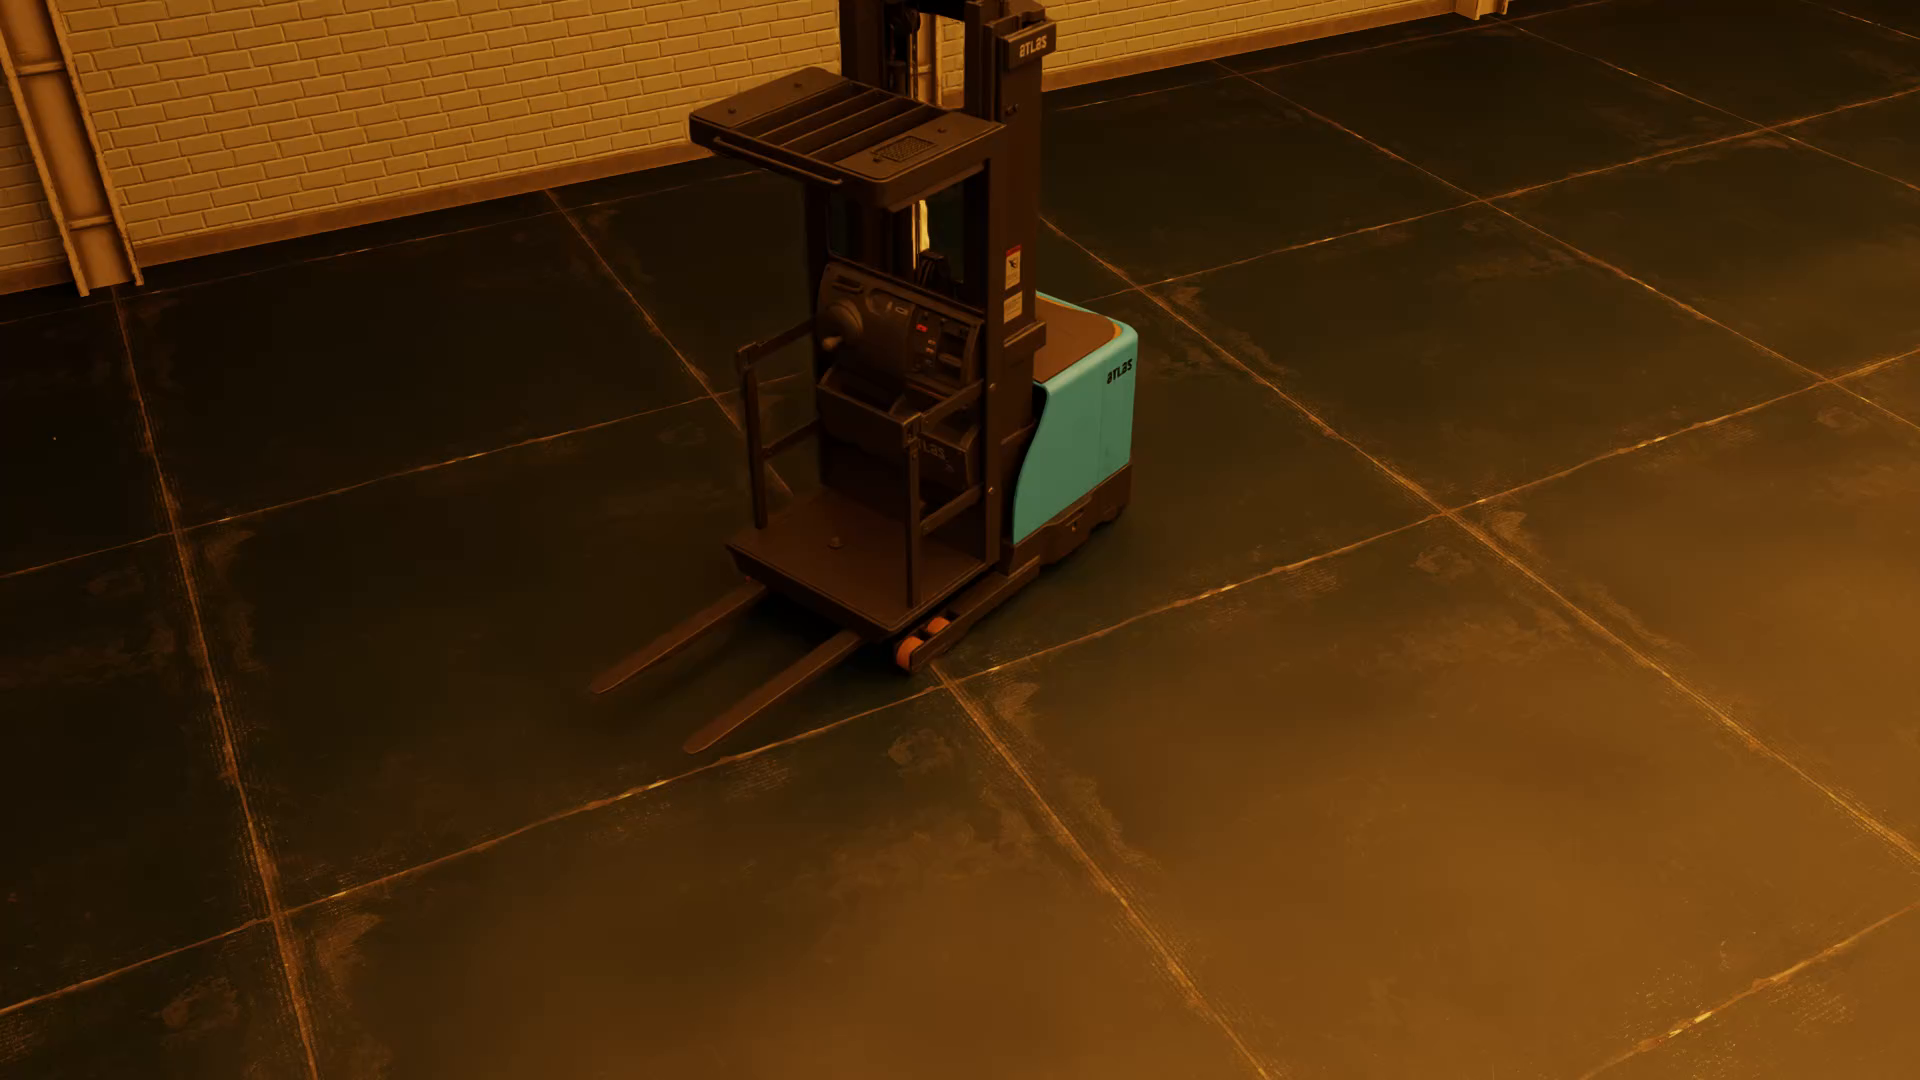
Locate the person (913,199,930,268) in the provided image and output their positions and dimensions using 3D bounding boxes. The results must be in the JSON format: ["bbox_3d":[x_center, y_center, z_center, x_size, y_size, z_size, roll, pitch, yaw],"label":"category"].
[{"bbox_3d":[-0.221,-1.563,9.354,0.646,1.760,0.694,-11,37,-15],"label":"person"}]

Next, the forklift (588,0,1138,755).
[{"bbox_3d":[-0.421,-0.905,7.403,1.130,2.935,3.031,26,43,31],"label":"forklift"}]
